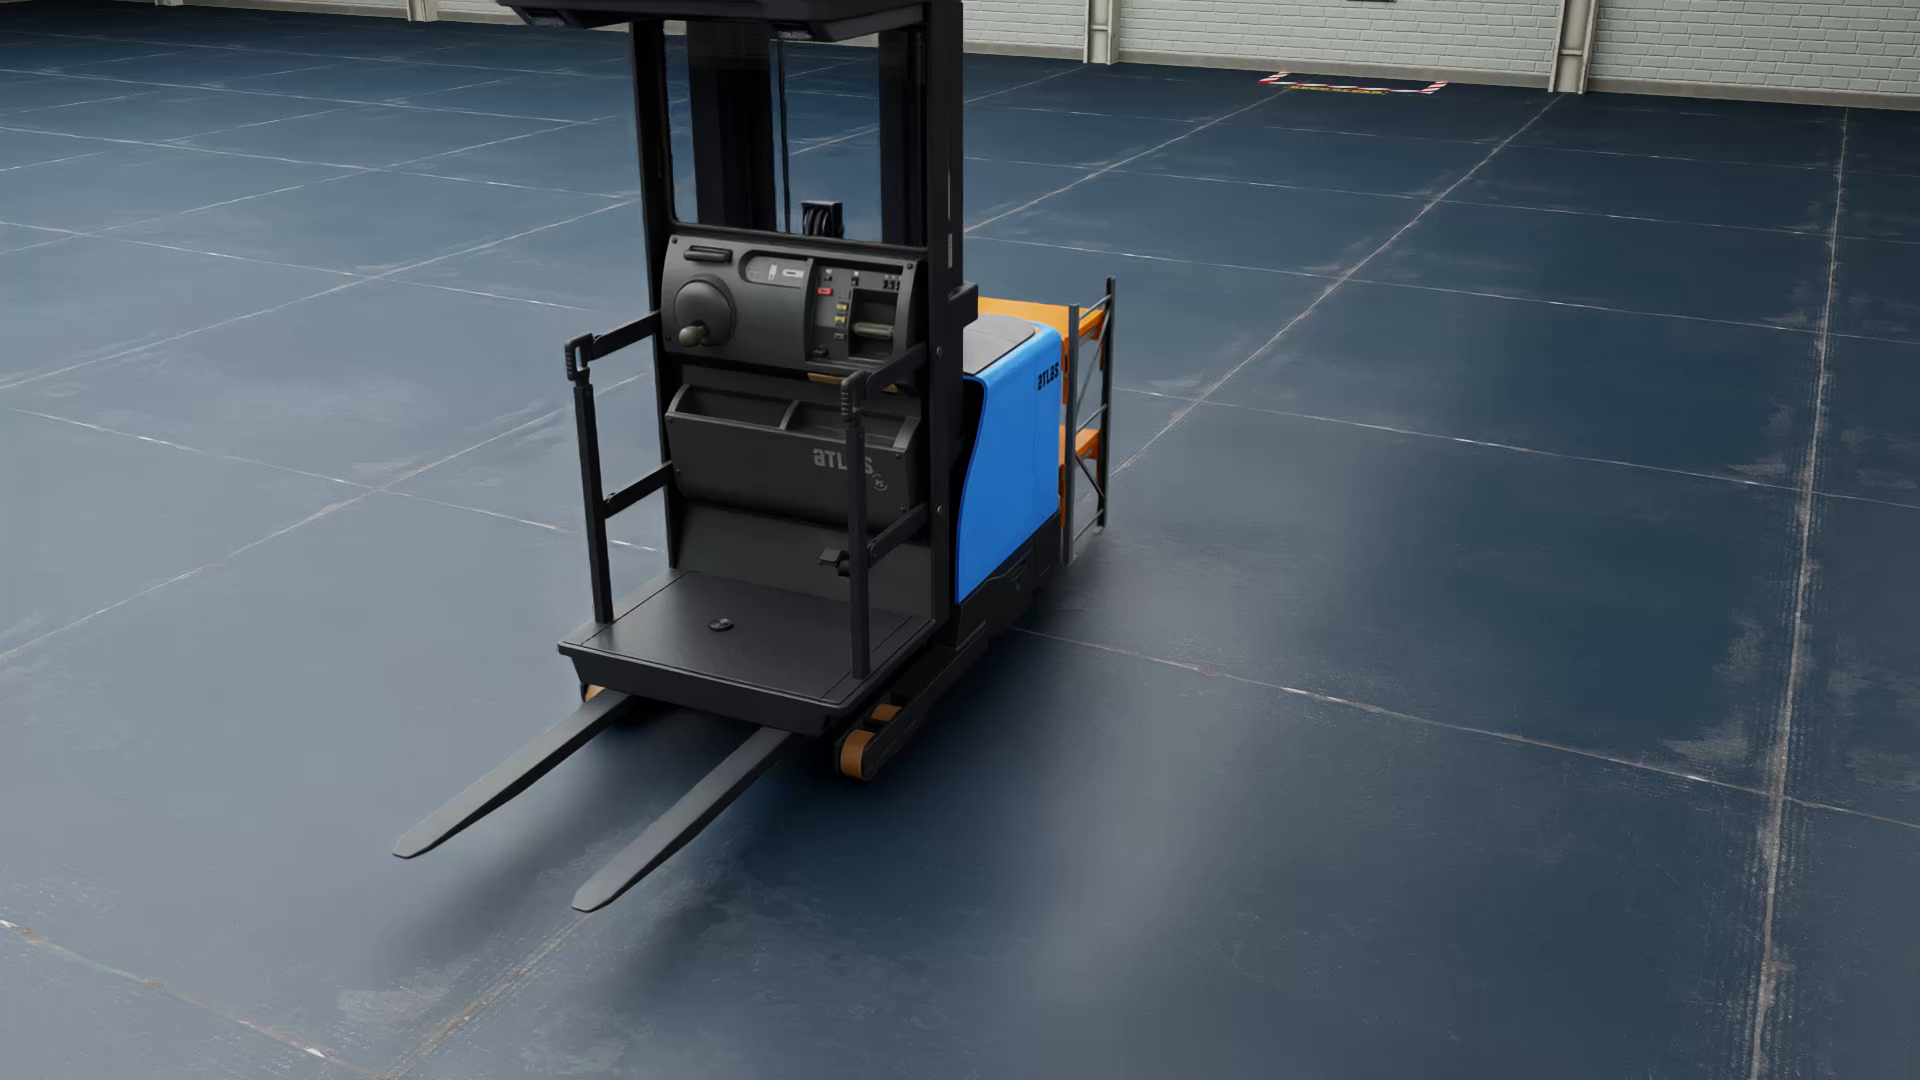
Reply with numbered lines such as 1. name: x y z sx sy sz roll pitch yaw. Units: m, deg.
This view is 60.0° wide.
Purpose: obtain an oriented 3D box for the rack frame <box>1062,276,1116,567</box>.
1. rack frame: 0.541 -0.497 6.982 0.032 1.125 0.500 10 25 21

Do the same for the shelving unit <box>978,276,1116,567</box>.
1. shelving unit: 0.074 -0.576 7.167 1.048 1.125 0.538 10 25 21

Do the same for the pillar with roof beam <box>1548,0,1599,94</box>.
1. pillar with roof beam: 5.308 -7.999 14.560 0.400 9.000 9.100 11 25 25

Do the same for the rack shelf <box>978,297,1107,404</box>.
1. rack shelf: 0.074 -0.845 7.052 1.000 0.278 0.538 10 25 21

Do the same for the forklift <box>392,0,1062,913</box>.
1. forklift: -0.656 -0.758 5.286 1.130 2.935 3.031 10 25 22

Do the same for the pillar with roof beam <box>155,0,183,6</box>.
1. pillar with roof beam: -16.110 -12.236 24.525 0.400 9.000 9.100 11 25 25

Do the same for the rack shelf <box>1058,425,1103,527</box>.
1. rack shelf: 0.074 -0.351 7.263 1.000 0.278 0.538 10 25 21

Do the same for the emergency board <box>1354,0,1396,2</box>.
1. emergency board: 5.063 -7.199 20.345 0.626 1.169 0.157 11 25 25

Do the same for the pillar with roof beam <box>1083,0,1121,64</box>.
1. pillar with roof beam: -0.047 -9.058 17.051 0.400 9.000 9.100 11 25 25

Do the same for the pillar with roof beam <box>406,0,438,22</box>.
1. pillar with roof beam: -10.756 -11.177 22.033 0.400 9.000 9.100 11 25 25
